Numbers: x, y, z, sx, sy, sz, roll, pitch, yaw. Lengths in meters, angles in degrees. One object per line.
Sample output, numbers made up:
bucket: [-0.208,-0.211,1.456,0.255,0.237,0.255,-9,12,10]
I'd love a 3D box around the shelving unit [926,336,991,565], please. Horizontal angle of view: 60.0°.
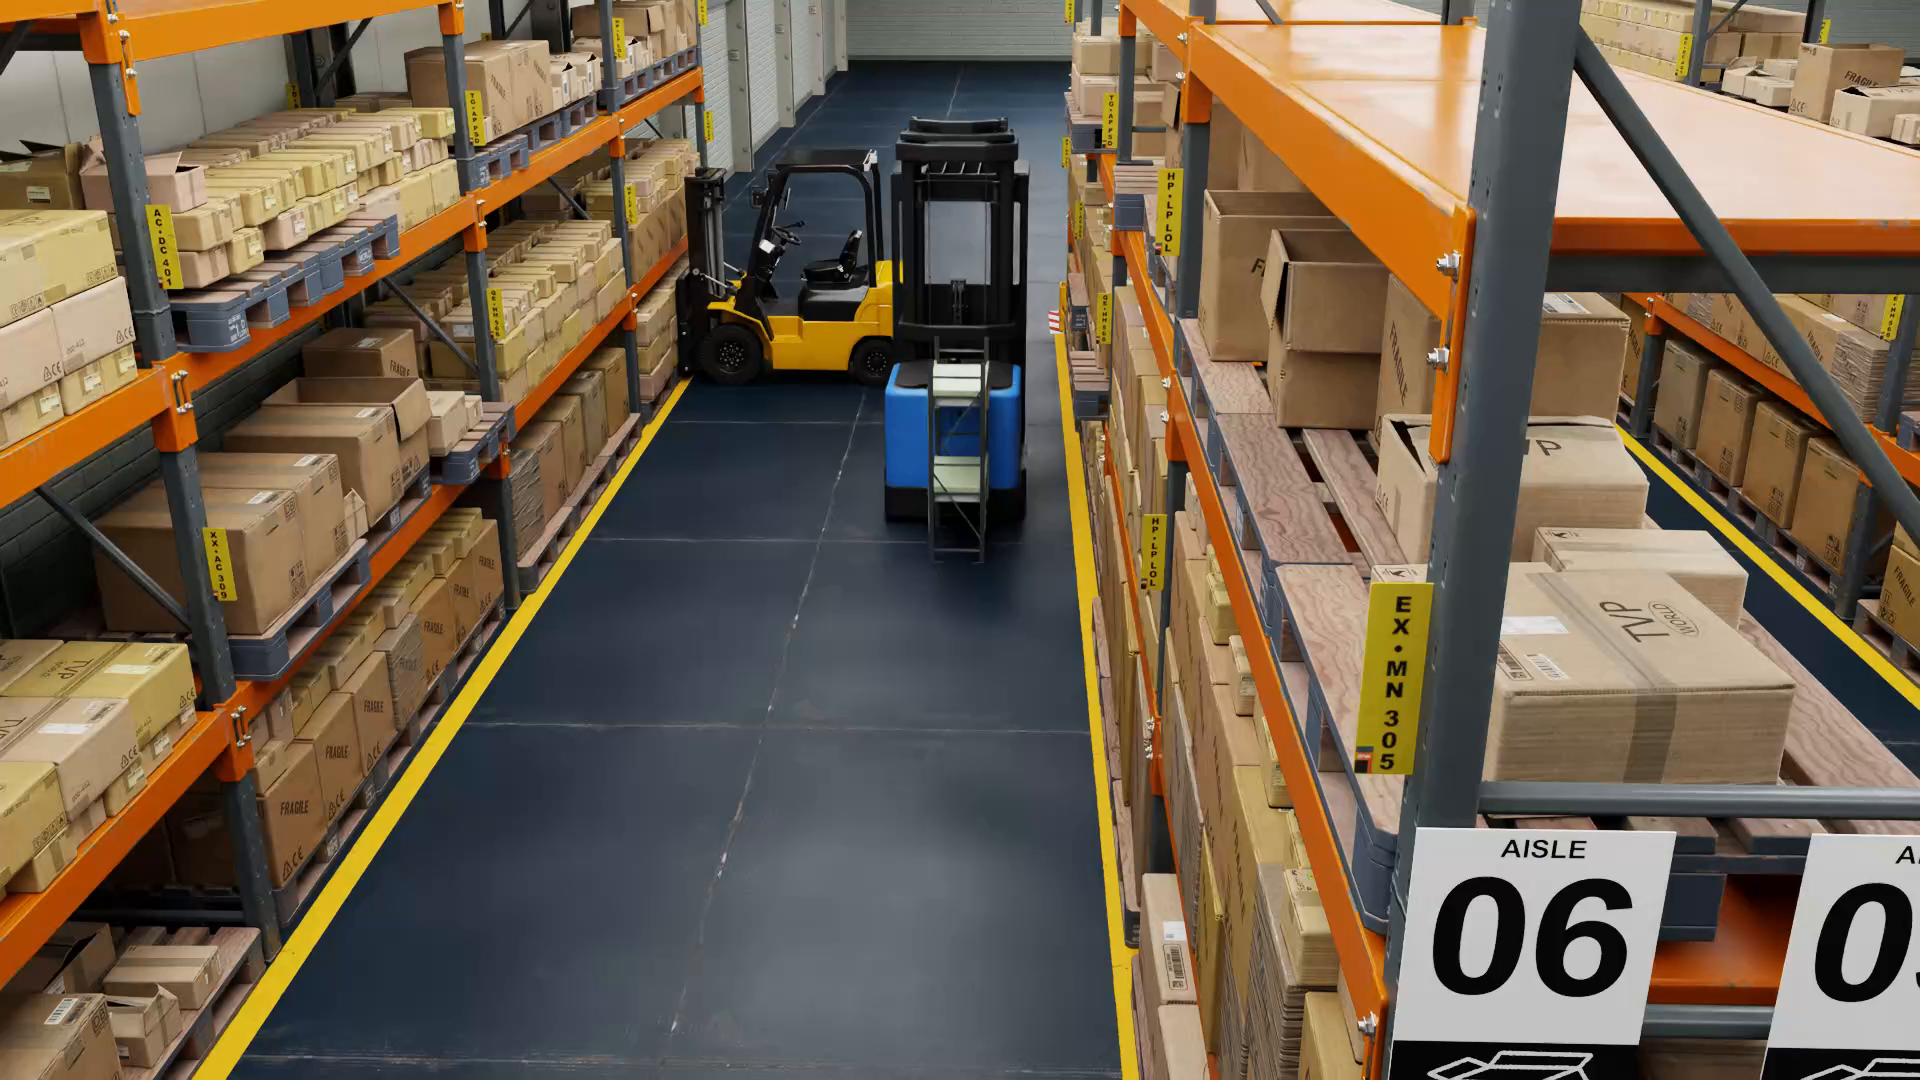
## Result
shelving unit: [-0.006,-0.661,12.159,0.431,1.500,0.755,1,21,3]

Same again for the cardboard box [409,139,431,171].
cardboard box: [-3.304,-2.234,9.649,0.380,0.149,0.250,0,21,0]

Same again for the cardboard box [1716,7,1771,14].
cardboard box: [6.900,-4.618,14.663,0.380,0.149,0.250,0,21,1]

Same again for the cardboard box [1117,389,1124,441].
cardboard box: [1.176,-0.686,9.667,0.500,0.250,0.500,1,21,3]

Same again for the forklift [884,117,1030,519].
forklift: [0.009,-2.017,13.676,1.130,2.935,3.031,1,21,3]

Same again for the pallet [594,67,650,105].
pallet: [-3.385,-4.056,14.811,1.003,0.211,1.213,1,21,2]

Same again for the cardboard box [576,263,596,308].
cardboard box: [-3.174,-2.002,13.058,0.500,0.250,0.500,1,21,3]

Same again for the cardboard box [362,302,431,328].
cardboard box: [-3.803,-1.509,11.235,0.380,0.149,0.250,1,21,3]

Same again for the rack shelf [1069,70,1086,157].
rack shelf: [1.638,-4.123,15.856,1.077,0.370,4.000,1,21,2]

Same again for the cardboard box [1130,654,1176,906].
cardboard box: [1.272,1.125,7.838,0.875,0.875,0.875,1,21,3]

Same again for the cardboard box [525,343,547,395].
cardboard box: [-3.228,-1.213,11.717,0.500,0.250,0.500,0,21,0]

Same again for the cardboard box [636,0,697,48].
cardboard box: [-3.033,-5.361,17.195,0.500,0.500,0.500,1,21,3]

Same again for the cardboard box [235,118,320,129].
cardboard box: [-3.837,-2.286,9.373,0.380,0.149,0.250,1,21,1]

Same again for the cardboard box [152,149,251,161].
cardboard box: [-3.715,-1.827,8.162,0.380,0.149,0.250,1,21,3]

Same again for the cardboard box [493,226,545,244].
cardboard box: [-3.671,-2.518,13.837,0.380,0.149,0.250,0,21,0]

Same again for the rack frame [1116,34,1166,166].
rack frame: [1.455,-3.687,9.592,1.000,3.000,0.127,1,21,2]

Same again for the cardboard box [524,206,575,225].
cardboard box: [-3.632,-2.858,14.714,0.380,0.149,0.250,1,21,1]

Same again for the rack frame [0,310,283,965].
rack frame: [-3.628,0.502,7.087,1.000,3.000,0.127,1,21,2]

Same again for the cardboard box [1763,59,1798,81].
cardboard box: [6.666,-3.633,13.086,0.500,0.250,0.500,1,21,2]

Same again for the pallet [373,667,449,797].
pallet: [-3.607,1.066,9.491,1.003,0.211,1.213,1,21,2]

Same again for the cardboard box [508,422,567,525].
cardboard box: [-3.462,-0.494,12.358,0.875,0.625,0.625,1,21,3]

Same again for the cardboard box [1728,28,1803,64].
cardboard box: [6.822,-4.202,14.143,0.500,0.250,0.500,1,21,2]

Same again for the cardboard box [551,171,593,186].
cardboard box: [-3.660,-3.367,15.615,0.380,0.149,0.250,0,21,1]

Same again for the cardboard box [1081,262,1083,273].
cardboard box: [1.283,-2.430,14.991,0.380,0.149,0.250,1,21,3]

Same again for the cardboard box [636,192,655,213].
cardboard box: [-3.044,-3.128,15.409,0.380,0.149,0.250,1,21,3]

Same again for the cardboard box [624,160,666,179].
cardboard box: [-3.104,-3.638,16.311,0.380,0.149,0.250,1,21,2]

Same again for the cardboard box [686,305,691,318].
cardboard box: [-3.005,-2.255,16.723,0.500,0.250,0.500,1,21,1]

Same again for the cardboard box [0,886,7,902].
cardboard box: [-3.490,1.206,5.623,0.380,0.149,0.250,1,21,2]

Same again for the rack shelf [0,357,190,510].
rack shelf: [-3.689,0.163,4.811,1.077,0.370,4.000,1,21,2]

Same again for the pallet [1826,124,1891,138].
pallet: [6.403,-2.821,11.767,1.003,0.211,1.213,2,21,4]

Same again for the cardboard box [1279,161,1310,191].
cardboard box: [1.650,-1.401,7.126,0.500,0.500,0.500,0,21,1]

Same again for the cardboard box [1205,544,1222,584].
cardboard box: [1.038,0.127,5.638,0.380,0.149,0.250,0,21,1]

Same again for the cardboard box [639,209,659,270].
cardboard box: [-3.111,-2.783,15.416,0.500,0.500,0.500,1,21,3]

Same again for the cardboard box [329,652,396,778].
cardboard box: [-3.363,0.927,8.869,0.500,0.500,0.500,0,21,0]

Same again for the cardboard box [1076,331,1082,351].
cardboard box: [1.326,-1.817,15.250,0.500,0.500,0.500,0,21,1]

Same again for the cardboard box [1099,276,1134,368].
cardboard box: [1.191,-1.439,10.961,0.500,0.500,0.500,0,21,0]

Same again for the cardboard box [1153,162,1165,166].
cardboard box: [1.255,-2.288,10.480,0.380,0.149,0.250,1,21,2]

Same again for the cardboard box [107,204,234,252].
cardboard box: [-3.181,-1.263,6.708,0.380,0.149,0.250,1,21,3]

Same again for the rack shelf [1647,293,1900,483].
rack shelf: [6.467,-1.260,12.625,1.077,0.370,4.000,1,21,2]

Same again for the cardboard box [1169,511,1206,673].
cardboard box: [1.077,0.212,6.314,0.500,0.500,0.500,1,21,2]

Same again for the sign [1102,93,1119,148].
sign: [0.913,-2.537,10.059,0.100,0.325,0.005,1,21,2]

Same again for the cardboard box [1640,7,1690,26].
cardboard box: [6.244,-4.623,14.675,0.380,0.149,0.250,1,21,3]

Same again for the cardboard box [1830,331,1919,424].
cardboard box: [6.151,-1.085,11.041,0.500,0.500,0.500,1,21,2]

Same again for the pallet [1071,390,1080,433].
pallet: [1.562,-1.280,15.536,1.003,0.211,1.213,1,21,2]

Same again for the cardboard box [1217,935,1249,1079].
cardboard box: [0.998,1.411,4.608,0.500,0.500,0.500,1,21,3]

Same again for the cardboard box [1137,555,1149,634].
cardboard box: [1.112,0.277,7.877,0.500,0.250,0.500,0,21,1]

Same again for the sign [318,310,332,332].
sign: [-4.061,-1.489,10.618,0.100,0.325,0.005,1,21,2]

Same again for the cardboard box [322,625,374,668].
cardboard box: [-3.374,0.570,8.891,0.380,0.149,0.250,1,21,4]

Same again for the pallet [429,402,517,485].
pallet: [-3.457,-0.609,10.216,1.213,0.211,1.003,1,21,2]

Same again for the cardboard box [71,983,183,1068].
cardboard box: [-3.362,1.915,6.646,0.396,0.266,0.258,1,21,4]

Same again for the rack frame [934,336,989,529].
rack frame: [0.012,-0.793,12.500,0.400,1.500,0.023,1,21,3]

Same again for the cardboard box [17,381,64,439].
cardboard box: [-3.371,-0.460,5.769,0.380,0.149,0.250,1,21,3]

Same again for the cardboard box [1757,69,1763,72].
cardboard box: [6.878,-3.970,14.097,0.380,0.149,0.250,0,21,1]

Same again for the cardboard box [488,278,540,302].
cardboard box: [-3.240,-1.780,11.936,0.380,0.149,0.250,1,21,2]
